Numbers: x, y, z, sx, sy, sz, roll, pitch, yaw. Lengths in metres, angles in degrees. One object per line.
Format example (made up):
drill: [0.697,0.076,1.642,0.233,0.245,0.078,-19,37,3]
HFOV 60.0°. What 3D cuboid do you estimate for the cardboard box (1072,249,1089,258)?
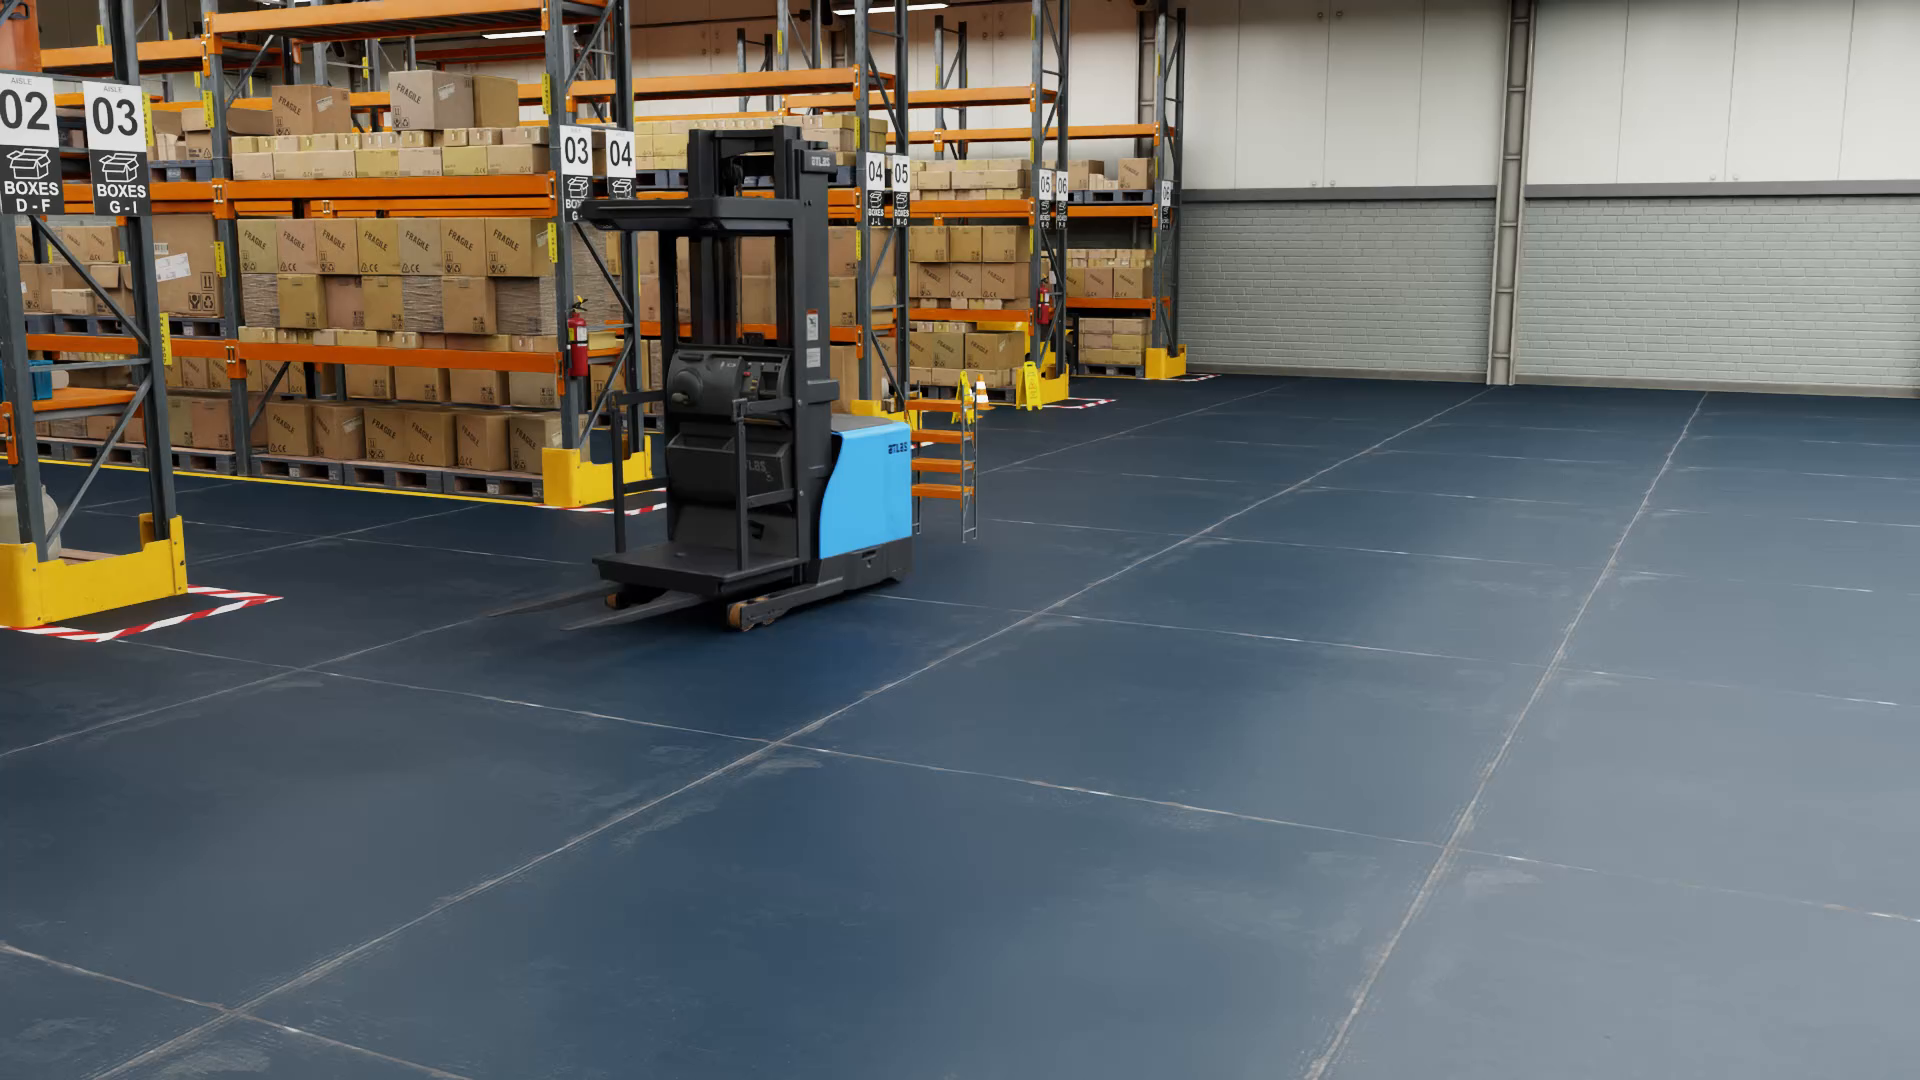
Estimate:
cardboard box: [2.063,-4.801,27.895,0.250,0.149,0.380,5,12,27]

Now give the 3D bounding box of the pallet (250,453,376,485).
pallet: [-6.115,-0.746,16.261,1.213,0.211,1.003,5,11,26]

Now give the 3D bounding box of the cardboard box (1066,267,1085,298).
cardboard box: [1.954,-4.355,28.089,0.500,0.500,0.500,5,11,25]

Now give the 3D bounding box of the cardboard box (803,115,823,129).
cardboard box: [-1.536,-4.628,18.460,0.250,0.149,0.380,5,11,26]

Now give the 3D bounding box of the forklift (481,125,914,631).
forklift: [-1.540,-1.002,10.035,1.130,2.935,3.031,7,12,33]

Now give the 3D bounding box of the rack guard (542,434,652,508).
rack guard: [-3.214,-0.626,14.788,0.348,0.500,1.175,5,11,26]

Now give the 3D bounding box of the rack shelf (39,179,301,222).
rack shelf: [-8.527,-3.445,16.941,4.000,0.370,1.077,5,11,26]

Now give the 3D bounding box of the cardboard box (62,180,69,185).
cardboard box: [-9.086,-3.726,16.893,0.500,0.250,0.500,5,12,27]

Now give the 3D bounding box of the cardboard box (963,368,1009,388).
cardboard box: [0.373,-2.309,23.610,0.500,0.250,0.500,5,11,26]

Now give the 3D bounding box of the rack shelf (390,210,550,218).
rack shelf: [-7.729,-5.343,27.428,4.000,0.370,1.077,5,11,26]

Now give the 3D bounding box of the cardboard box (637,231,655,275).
cardboard box: [-3.587,-3.496,20.169,0.550,0.550,0.875,5,11,26]

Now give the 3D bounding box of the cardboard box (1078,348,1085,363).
cardboard box: [1.984,-3.148,28.243,0.500,0.250,0.500,5,11,26]

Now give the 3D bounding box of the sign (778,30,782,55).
sign: [-2.589,-7.149,23.895,0.005,0.325,0.100,5,11,26]

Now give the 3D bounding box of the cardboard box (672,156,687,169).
cardboard box: [-3.129,-4.375,19.304,0.250,0.149,0.380,5,11,26]

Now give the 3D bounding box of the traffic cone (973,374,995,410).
traffic cone: [0.283,-2.013,22.552,0.334,0.463,0.336,5,11,26]

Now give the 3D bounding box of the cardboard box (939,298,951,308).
cardboard box: [-0.100,-3.389,23.737,0.250,0.149,0.380,5,11,27]

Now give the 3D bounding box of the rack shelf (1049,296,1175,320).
rack shelf: [1.638,-4.030,28.594,4.000,0.370,1.077,5,11,26]

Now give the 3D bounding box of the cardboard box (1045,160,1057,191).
cardboard box: [1.545,-6.154,28.137,0.637,0.503,0.797,5,12,28]

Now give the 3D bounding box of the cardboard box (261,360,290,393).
cardboard box: [-9.205,-2.293,22.819,0.500,0.500,0.500,6,12,28]

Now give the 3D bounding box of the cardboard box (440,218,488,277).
cardboard box: [-4.199,-2.580,14.642,0.500,0.500,0.500,5,11,26]

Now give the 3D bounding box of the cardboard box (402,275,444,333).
cardboard box: [-4.558,-2.160,15.128,0.500,0.500,0.875,5,11,26]

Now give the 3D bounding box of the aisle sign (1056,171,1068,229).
aisle sign: [1.432,-4.757,23.292,0.004,0.787,0.394,5,11,26]

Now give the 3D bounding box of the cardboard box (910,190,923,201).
cardboard box: [-0.602,-4.883,23.570,0.250,0.149,0.380,5,11,25]

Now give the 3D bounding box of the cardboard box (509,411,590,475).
cardboard box: [-3.699,-0.879,15.004,0.500,0.500,0.500,8,13,36]

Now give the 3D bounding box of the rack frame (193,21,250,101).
rack frame: [-13.110,-7.646,29.709,0.127,3.000,1.000,5,11,26]

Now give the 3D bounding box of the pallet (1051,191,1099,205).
pallet: [1.711,-5.814,28.260,1.213,0.211,1.003,5,11,26]

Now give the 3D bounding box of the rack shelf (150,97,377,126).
rack shelf: [-9.828,-5.824,22.784,4.000,0.370,1.077,5,11,26]

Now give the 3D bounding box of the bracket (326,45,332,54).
bracket: [-13.465,-10.543,35.607,0.430,0.232,0.235,5,11,26]

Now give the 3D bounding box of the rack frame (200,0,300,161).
rack frame: [-6.733,-5.118,15.739,0.127,3.000,1.000,5,11,26]

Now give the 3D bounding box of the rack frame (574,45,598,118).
rack frame: [-7.330,-8.124,32.349,0.127,3.000,1.000,5,11,26]

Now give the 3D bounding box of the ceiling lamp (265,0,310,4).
ceiling lamp: [-9.740,-9.789,25.157,2.000,3.185,0.800,5,11,26]

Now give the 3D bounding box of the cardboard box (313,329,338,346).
cardboard box: [-5.784,-1.896,15.487,0.250,0.149,0.380,5,11,26]

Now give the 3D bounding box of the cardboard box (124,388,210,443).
cardboard box: [-8.195,-1.289,17.211,0.500,0.500,0.700,4,11,21]

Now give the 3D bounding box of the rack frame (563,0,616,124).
rack frame: [-4.448,-5.902,20.072,0.127,3.000,1.000,5,11,26]

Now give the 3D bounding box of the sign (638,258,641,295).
sign: [-2.906,-2.363,14.934,0.005,0.325,0.100,5,11,26]

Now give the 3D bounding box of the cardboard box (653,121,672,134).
cardboard box: [-3.357,-4.787,19.344,0.250,0.149,0.380,5,11,26]

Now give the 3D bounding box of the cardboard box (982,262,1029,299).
cardboard box: [0.630,-3.628,23.235,0.500,0.500,0.500,5,11,25]

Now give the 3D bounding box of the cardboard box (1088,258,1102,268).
cardboard box: [2.332,-4.644,27.866,0.250,0.149,0.380,5,11,25]

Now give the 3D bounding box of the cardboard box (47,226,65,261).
cardboard box: [-13.082,-4.344,24.387,0.500,0.500,0.500,5,12,27]

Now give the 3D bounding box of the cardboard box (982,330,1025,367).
cardboard box: [0.616,-2.765,24.023,0.500,0.500,0.500,5,11,24]

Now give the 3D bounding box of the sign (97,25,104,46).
sign: [-11.879,-6.946,22.994,0.005,0.325,0.100,5,11,26]

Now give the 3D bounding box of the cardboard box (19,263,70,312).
cardboard box: [-9.818,-2.701,17.769,0.500,0.500,0.500,4,11,19]

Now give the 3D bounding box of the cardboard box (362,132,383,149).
cardboard box: [-5.146,-3.578,14.954,0.250,0.149,0.380,5,12,27]

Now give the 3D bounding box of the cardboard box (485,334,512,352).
cardboard box: [-3.964,-1.748,14.669,0.250,0.149,0.380,5,11,26]

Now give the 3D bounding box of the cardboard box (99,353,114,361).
cardboard box: [-12.303,-2.677,24.255,0.250,0.149,0.380,5,11,27]

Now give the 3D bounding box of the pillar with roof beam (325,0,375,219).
pillar with roof beam: [-14.841,-8.108,32.261,0.548,9.000,9.100,5,11,26]

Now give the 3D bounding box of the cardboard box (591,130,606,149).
cardboard box: [-3.291,-3.508,14.567,0.250,0.149,0.380,5,11,25]

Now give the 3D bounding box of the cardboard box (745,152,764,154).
cardboard box: [-2.321,-4.512,18.943,0.500,0.250,0.500,5,11,25]

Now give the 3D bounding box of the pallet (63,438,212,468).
pallet: [-8.530,-0.951,17.390,1.213,0.211,1.003,5,11,26]

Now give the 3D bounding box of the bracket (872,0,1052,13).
bracket: [0.366,-9.327,28.892,4.783,0.066,0.076,5,11,26]

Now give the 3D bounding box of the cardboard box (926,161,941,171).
cardboard box: [-0.290,-5.275,23.495,0.250,0.149,0.380,5,11,24]

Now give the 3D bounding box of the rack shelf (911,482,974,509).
rack shelf: [-0.148,-0.342,12.743,0.480,0.148,0.258,5,11,26]

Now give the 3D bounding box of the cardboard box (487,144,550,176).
cardboard box: [-3.691,-3.250,14.264,0.500,0.250,0.500,5,12,27]

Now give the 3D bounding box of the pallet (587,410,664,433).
pallet: [-3.800,-1.505,20.455,1.213,0.211,1.003,5,11,26]

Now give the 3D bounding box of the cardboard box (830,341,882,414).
cardboard box: [-1.498,-1.839,19.254,0.875,0.875,0.875,5,11,26]

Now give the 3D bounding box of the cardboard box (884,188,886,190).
cardboard box: [-1.165,-5.138,23.859,0.500,0.250,0.500,5,11,26]

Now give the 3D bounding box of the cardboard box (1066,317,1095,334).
cardboard box: [1.964,-3.636,28.131,0.500,0.250,0.500,5,11,27]

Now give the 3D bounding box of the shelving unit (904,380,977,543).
shelving unit: [-0.148,-0.603,12.695,0.503,1.200,0.258,5,11,26]
